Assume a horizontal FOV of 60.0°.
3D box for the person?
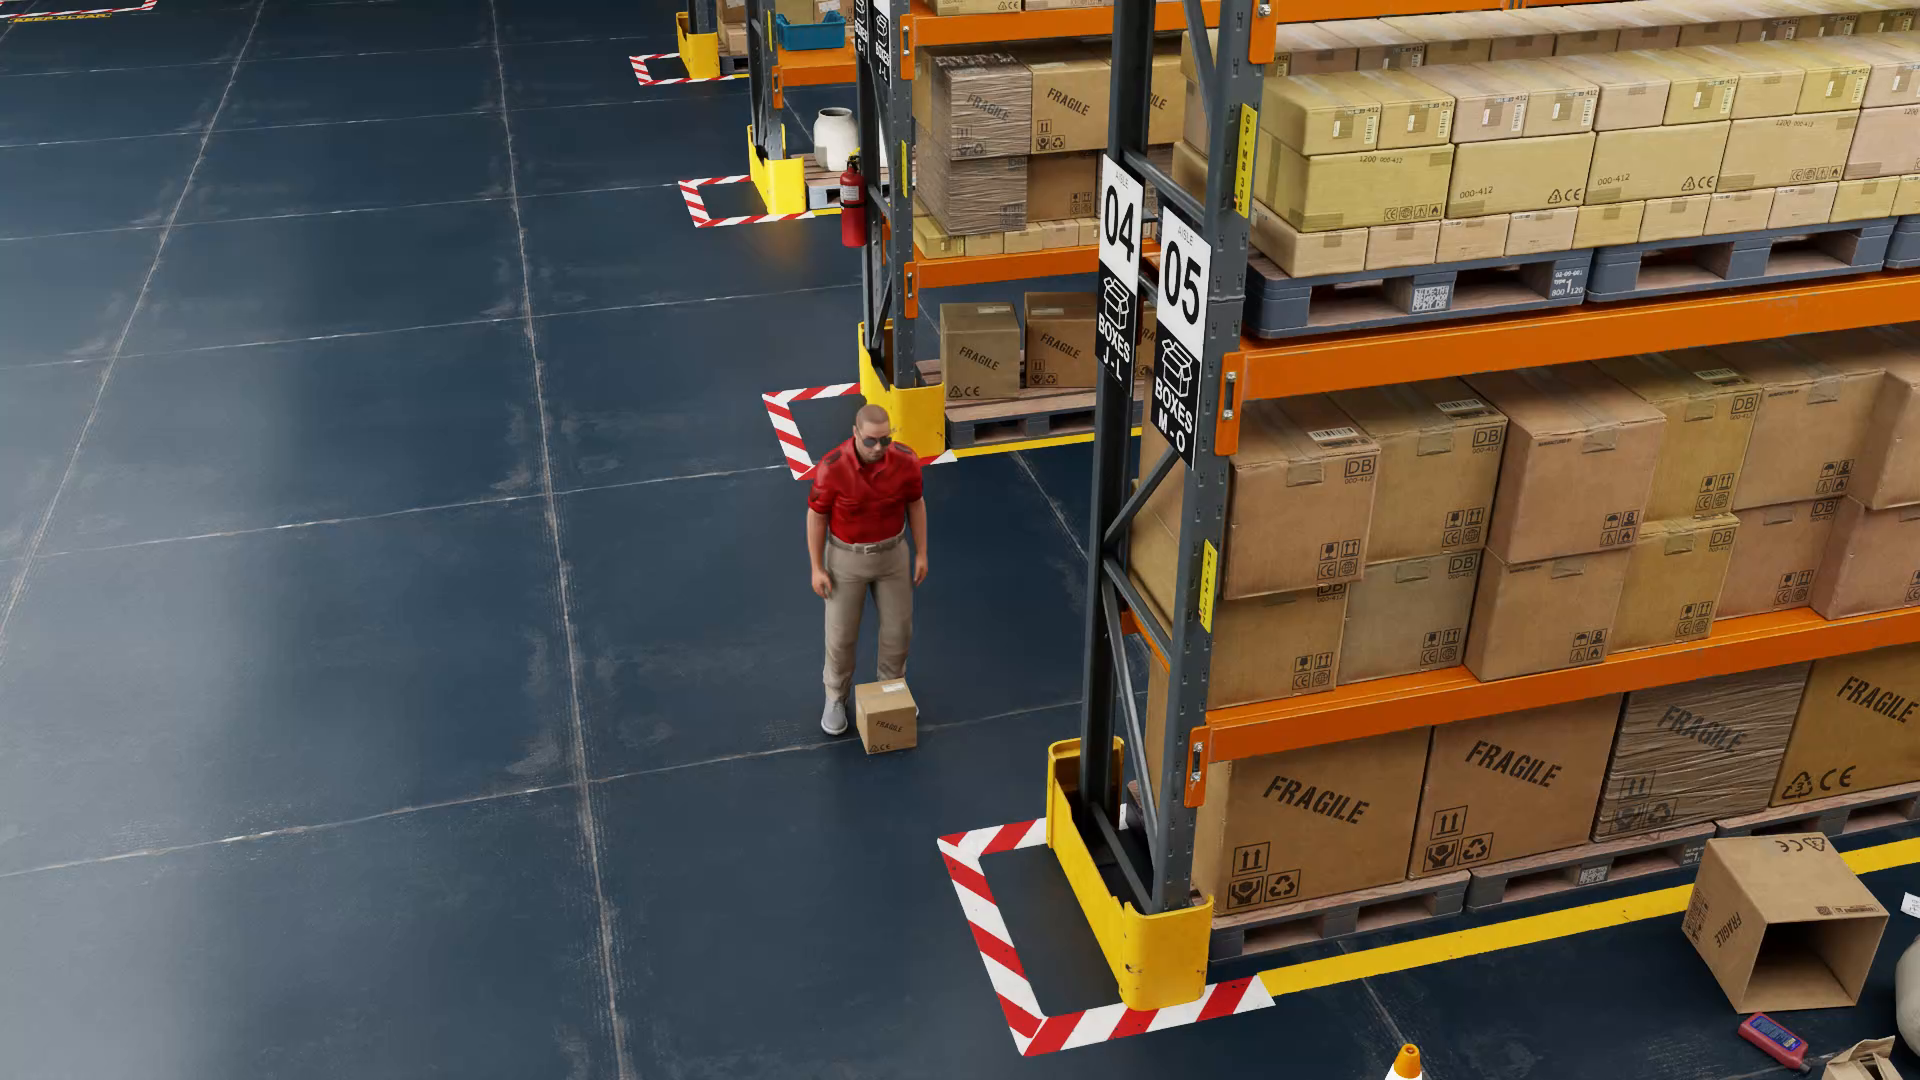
[{"bbox_3d":[-0.443,0.184,8.109,0.577,1.553,0.388,-8,31,-14],"label":"person"}]
